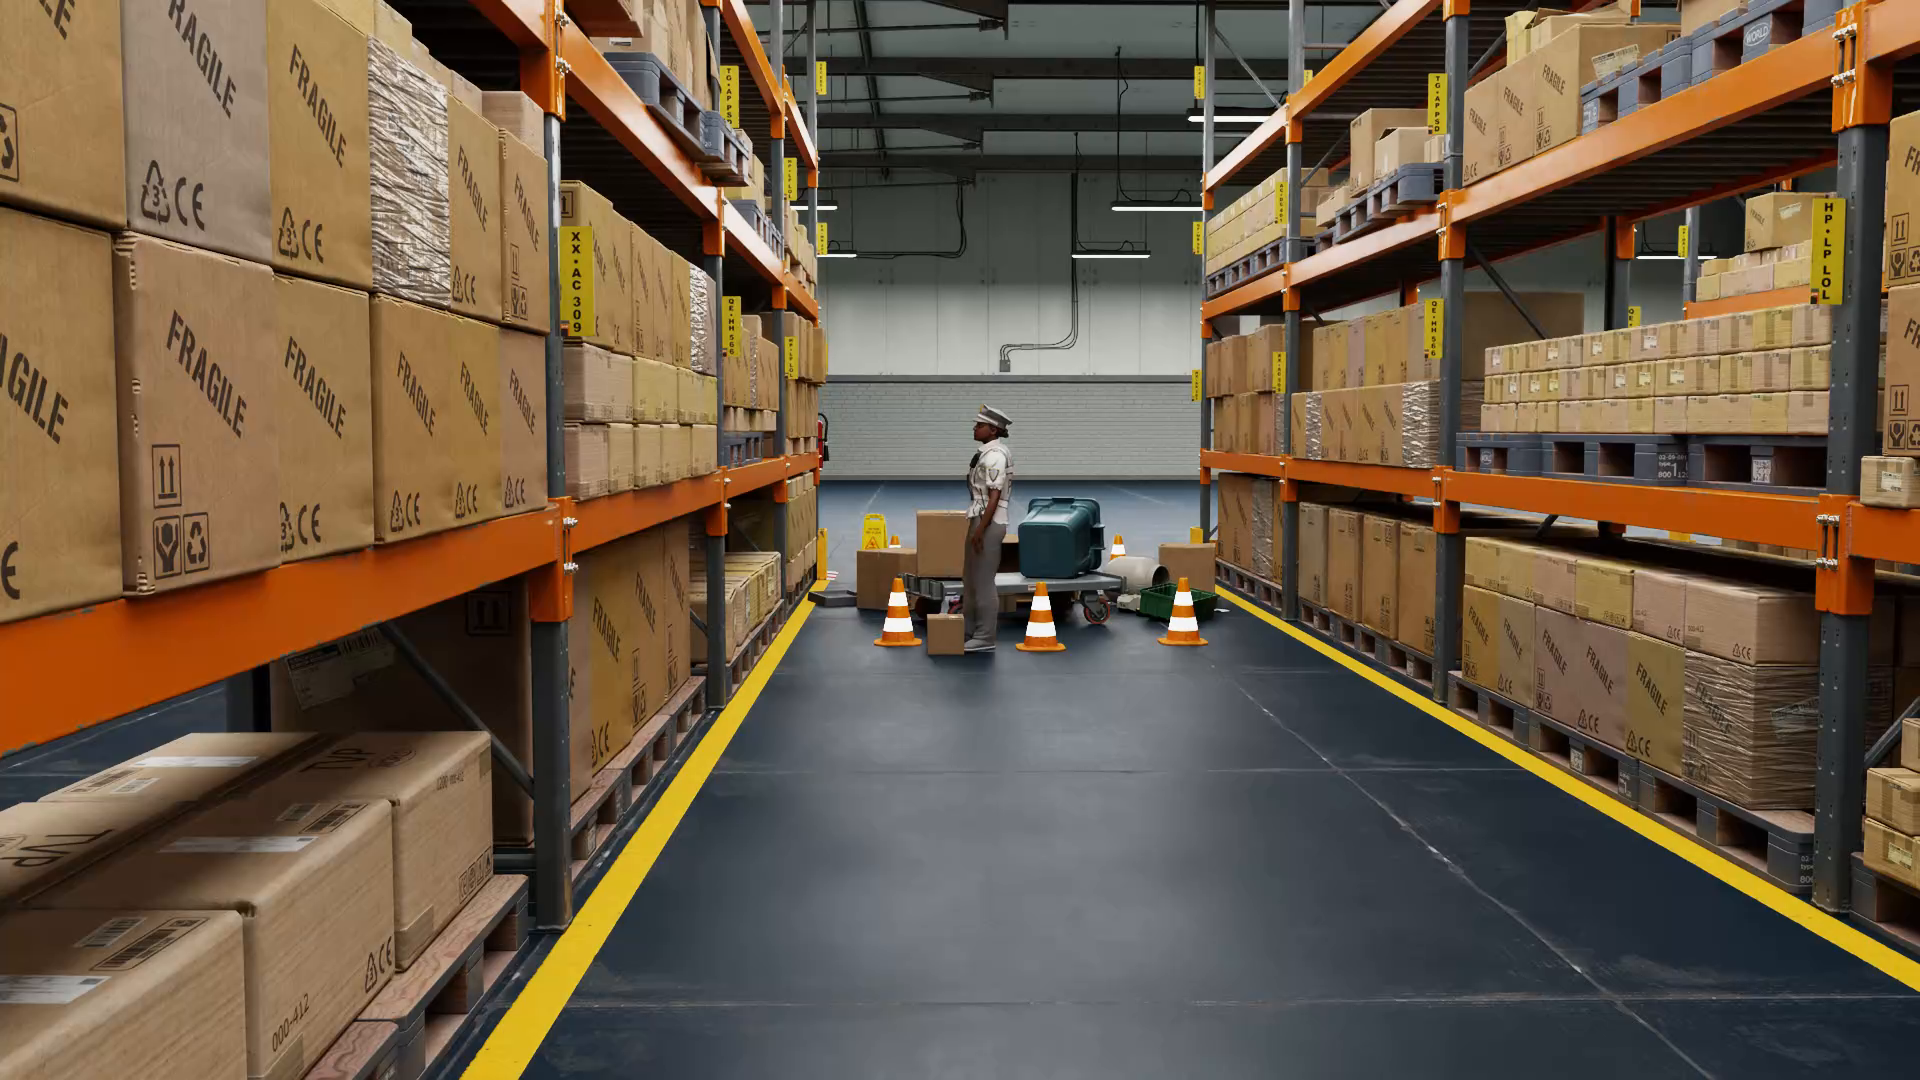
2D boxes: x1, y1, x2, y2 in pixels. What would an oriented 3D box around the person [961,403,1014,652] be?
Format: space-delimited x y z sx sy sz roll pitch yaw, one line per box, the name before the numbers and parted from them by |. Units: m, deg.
person | 0.103 -0.086 11.380 0.529 1.694 0.568 0 4 -1
